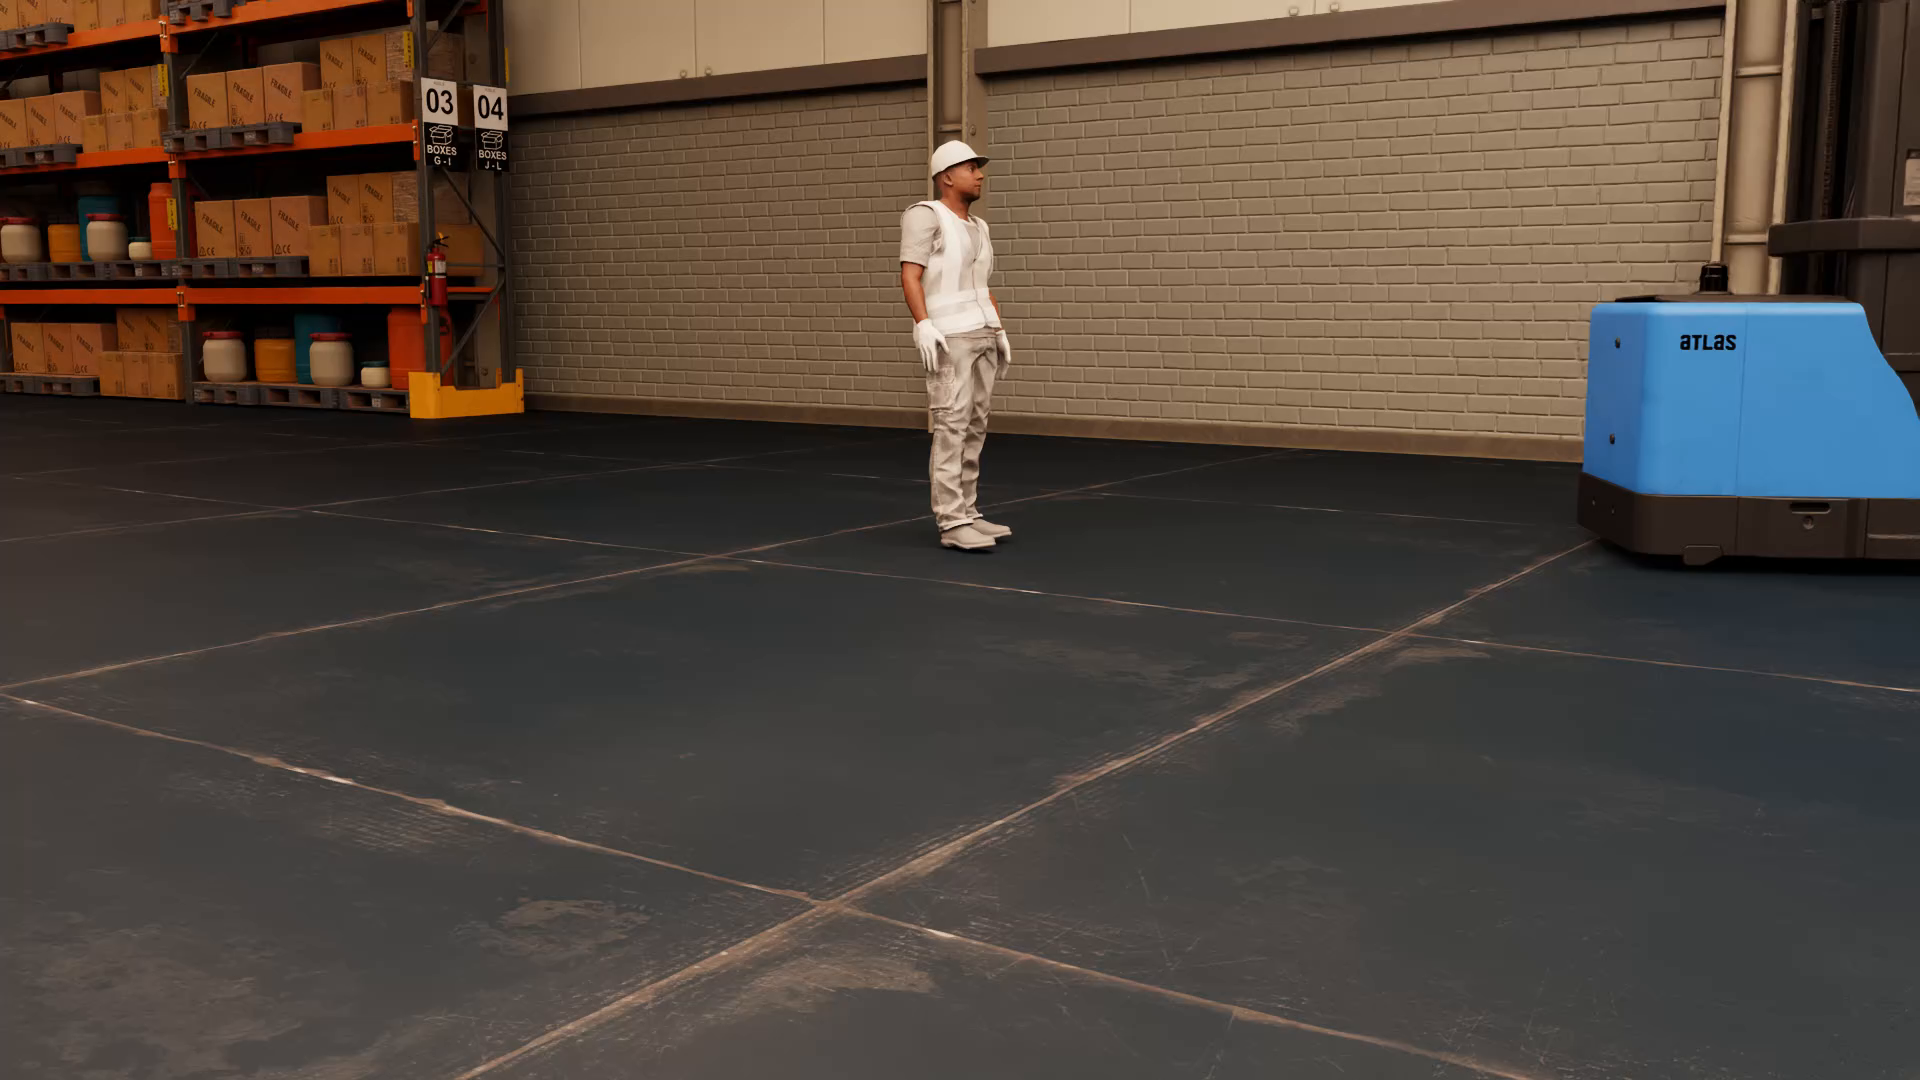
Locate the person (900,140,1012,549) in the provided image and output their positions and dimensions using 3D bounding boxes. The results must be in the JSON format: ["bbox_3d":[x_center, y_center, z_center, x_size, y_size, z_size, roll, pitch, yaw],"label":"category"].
[{"bbox_3d":[0.054,-0.883,7.430,0.577,1.782,0.656,5,10,34],"label":"person"}]

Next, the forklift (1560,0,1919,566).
[{"bbox_3d":[4.208,-1.372,6.841,3.031,2.935,1.130,1,8,6],"label":"forklift"}]
